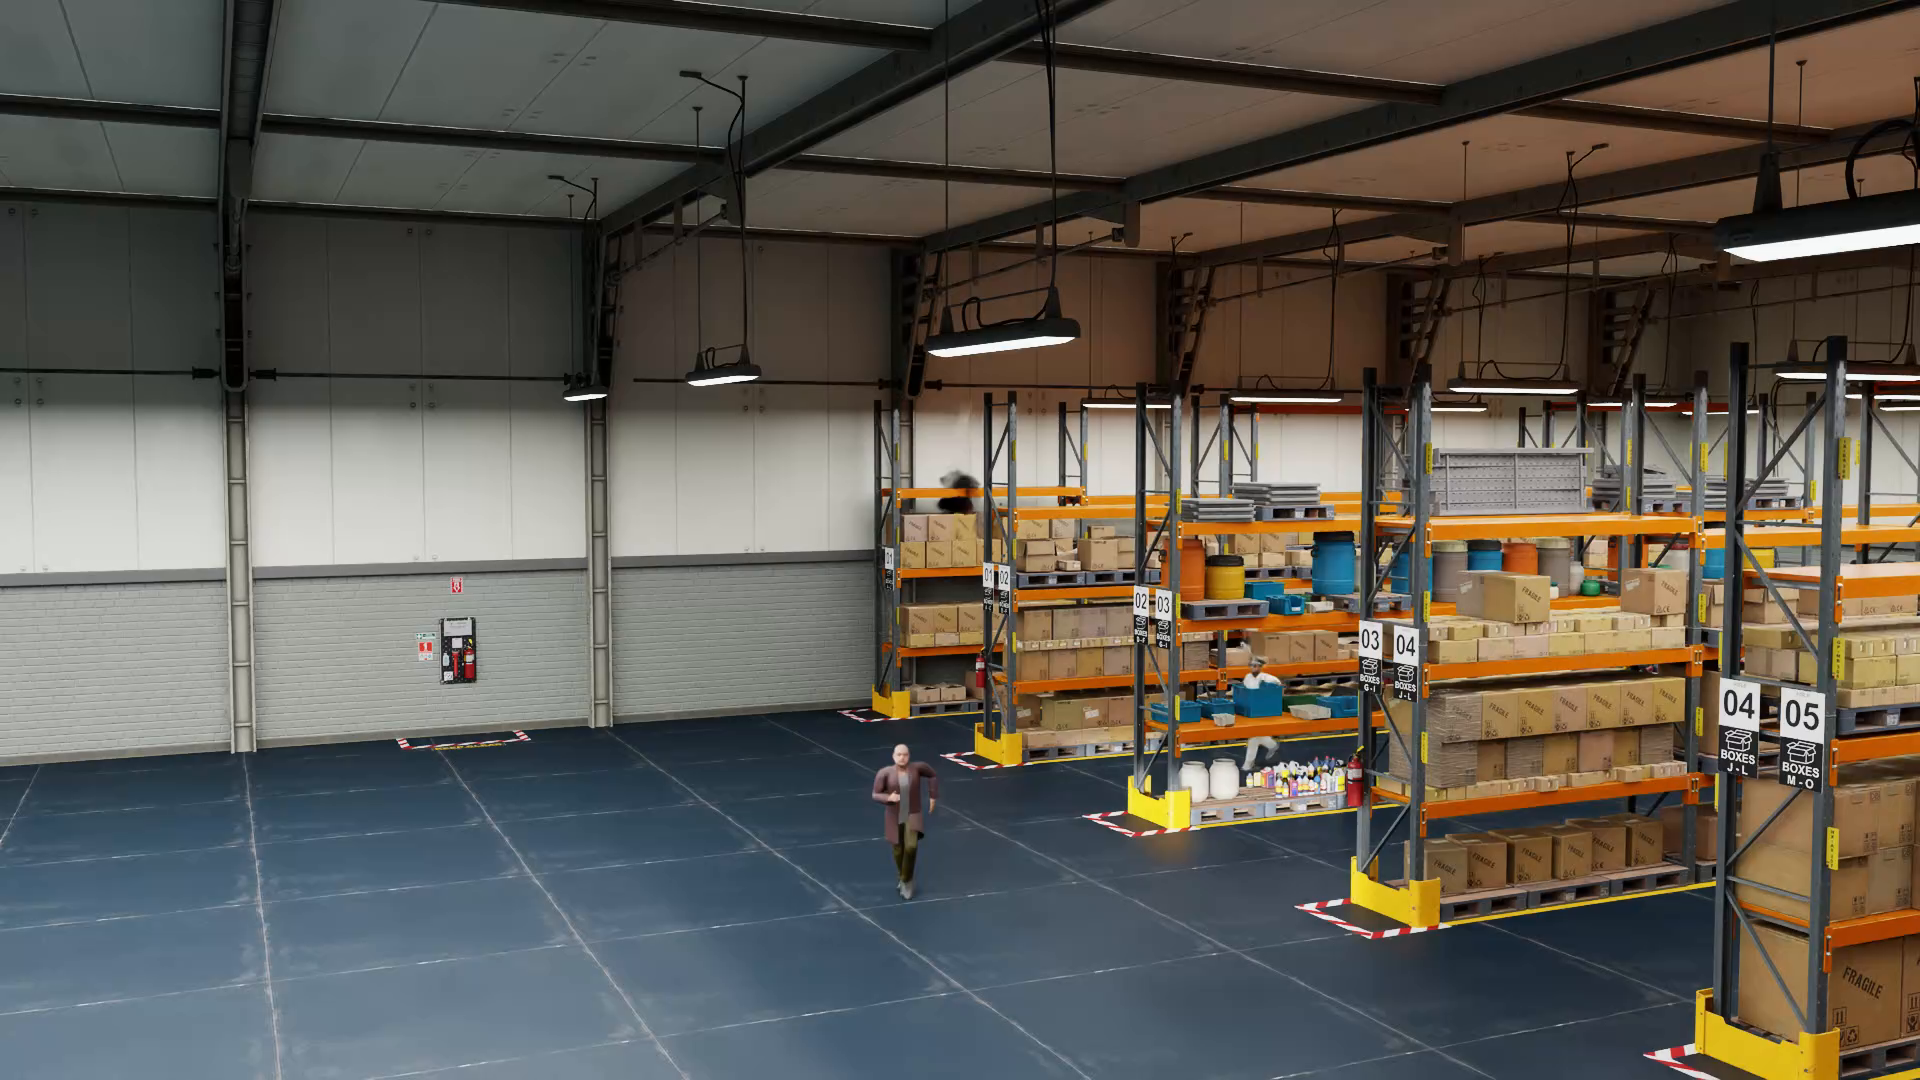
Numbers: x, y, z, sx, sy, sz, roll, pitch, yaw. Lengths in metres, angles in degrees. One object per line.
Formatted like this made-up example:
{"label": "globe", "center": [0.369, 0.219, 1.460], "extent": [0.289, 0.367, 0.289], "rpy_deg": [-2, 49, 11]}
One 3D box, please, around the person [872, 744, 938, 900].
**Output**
{"label": "person", "center": [-0.618, 3.180, 18.862], "extent": [0.753, 1.766, 0.882], "rpy_deg": [0, 3, -2]}

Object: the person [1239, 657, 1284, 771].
{"label": "person", "center": [4.781, 2.763, 26.512], "extent": [0.938, 1.831, 0.693], "rpy_deg": [-3, 4, -39]}

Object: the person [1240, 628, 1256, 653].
{"label": "person", "center": [5.464, 2.462, 31.086], "extent": [0.889, 1.805, 0.610], "rpy_deg": [-1, 4, -23]}
